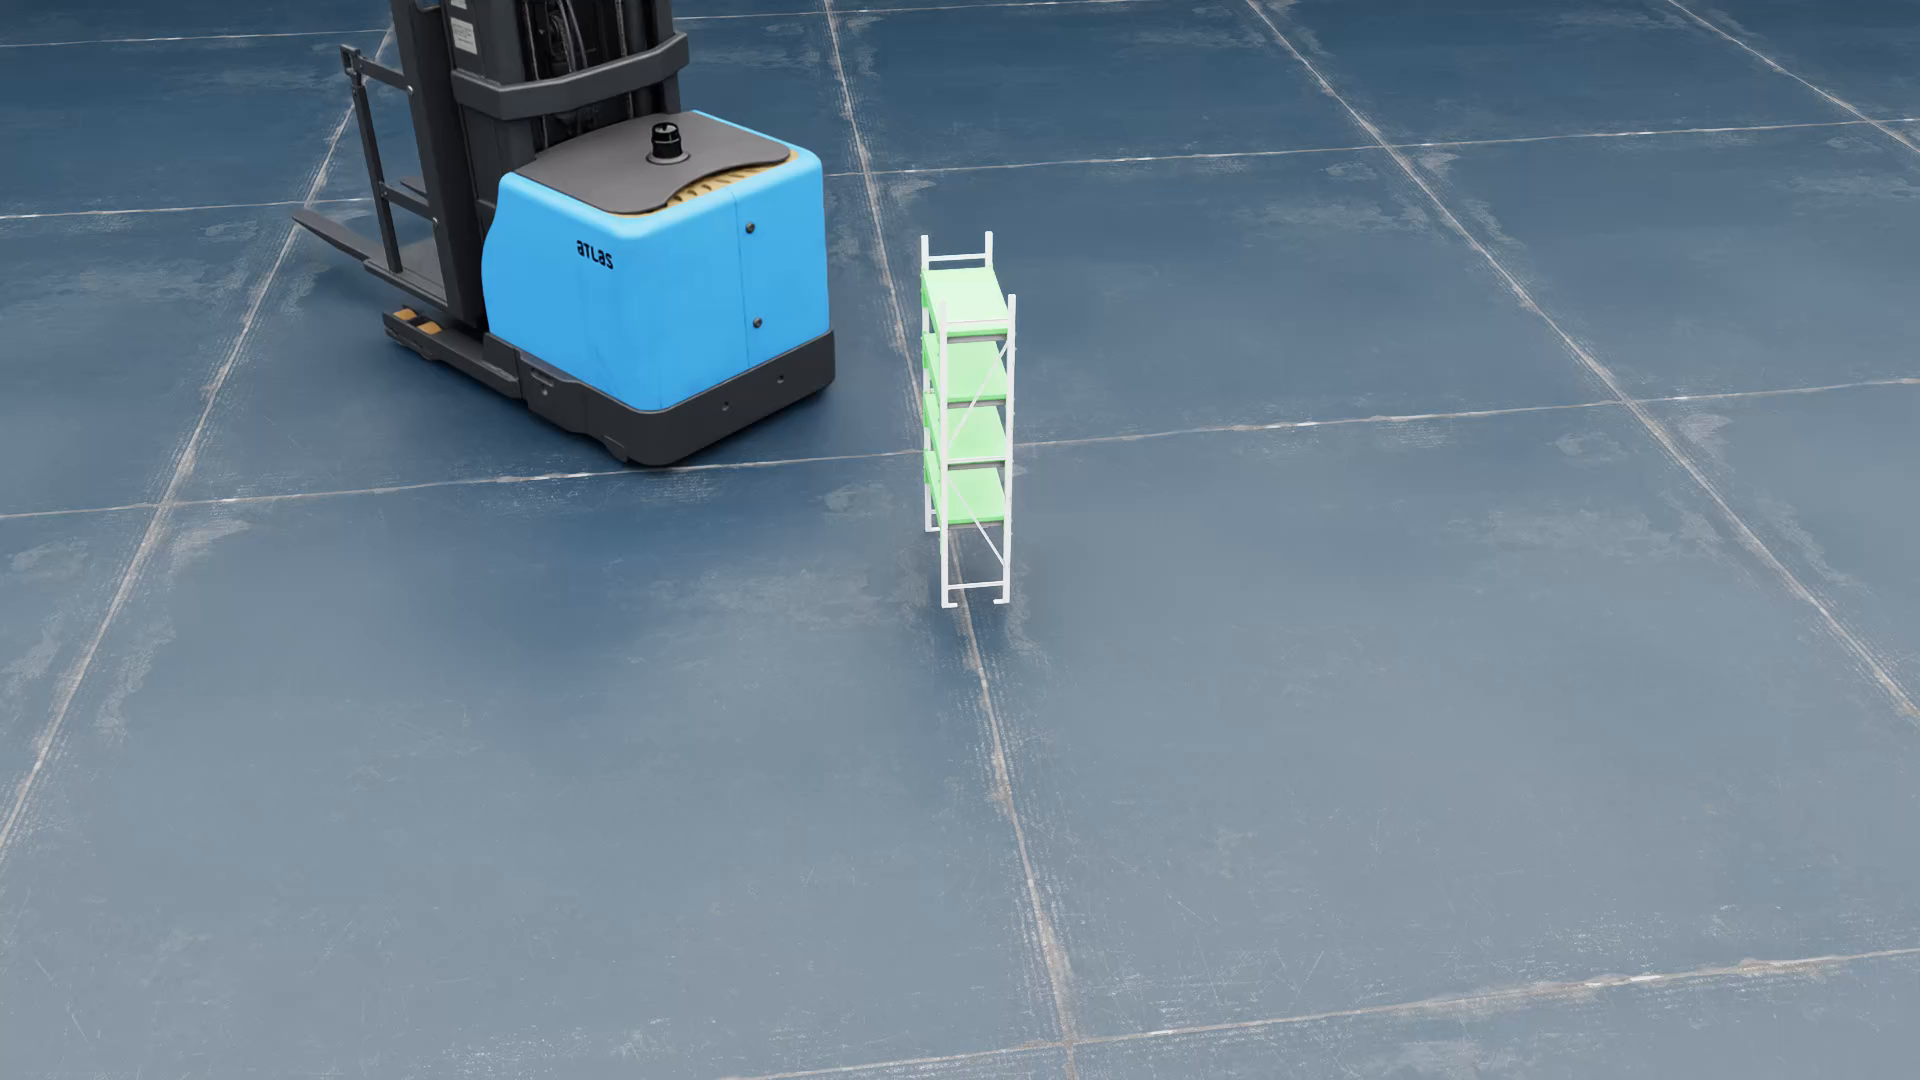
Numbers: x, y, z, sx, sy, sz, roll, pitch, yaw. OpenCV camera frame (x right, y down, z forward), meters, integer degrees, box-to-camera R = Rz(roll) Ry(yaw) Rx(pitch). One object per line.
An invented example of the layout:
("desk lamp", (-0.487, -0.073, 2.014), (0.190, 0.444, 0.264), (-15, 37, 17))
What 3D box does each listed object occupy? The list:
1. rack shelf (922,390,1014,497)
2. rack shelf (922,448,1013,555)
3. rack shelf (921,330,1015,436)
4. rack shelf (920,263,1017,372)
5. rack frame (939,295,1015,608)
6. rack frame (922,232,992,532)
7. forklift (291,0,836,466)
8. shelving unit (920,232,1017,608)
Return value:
("rack shelf", (0.022, -0.351, 5.813), (0.258, 0.148, 0.480), (-4, 35, -6))
("rack shelf", (0.022, -0.152, 5.948), (0.258, 0.148, 0.480), (-4, 35, -6))
("rack shelf", (0.022, -0.549, 5.677), (0.258, 0.148, 0.480), (-4, 35, -6))
("rack shelf", (0.022, -0.747, 5.542), (0.258, 0.148, 0.480), (-4, 35, -6))
("rack frame", (0.055, -0.267, 5.577), (0.240, 1.200, 0.015), (-4, 35, -6))
("rack frame", (-0.011, -0.540, 5.976), (0.240, 1.200, 0.015), (-4, 35, -6))
("forklift", (-1.965, -2.210, 6.890), (3.031, 2.935, 1.130), (27, 43, 34))
("shelving unit", (0.022, -0.403, 5.777), (0.258, 1.200, 0.503), (-4, 35, -6))
